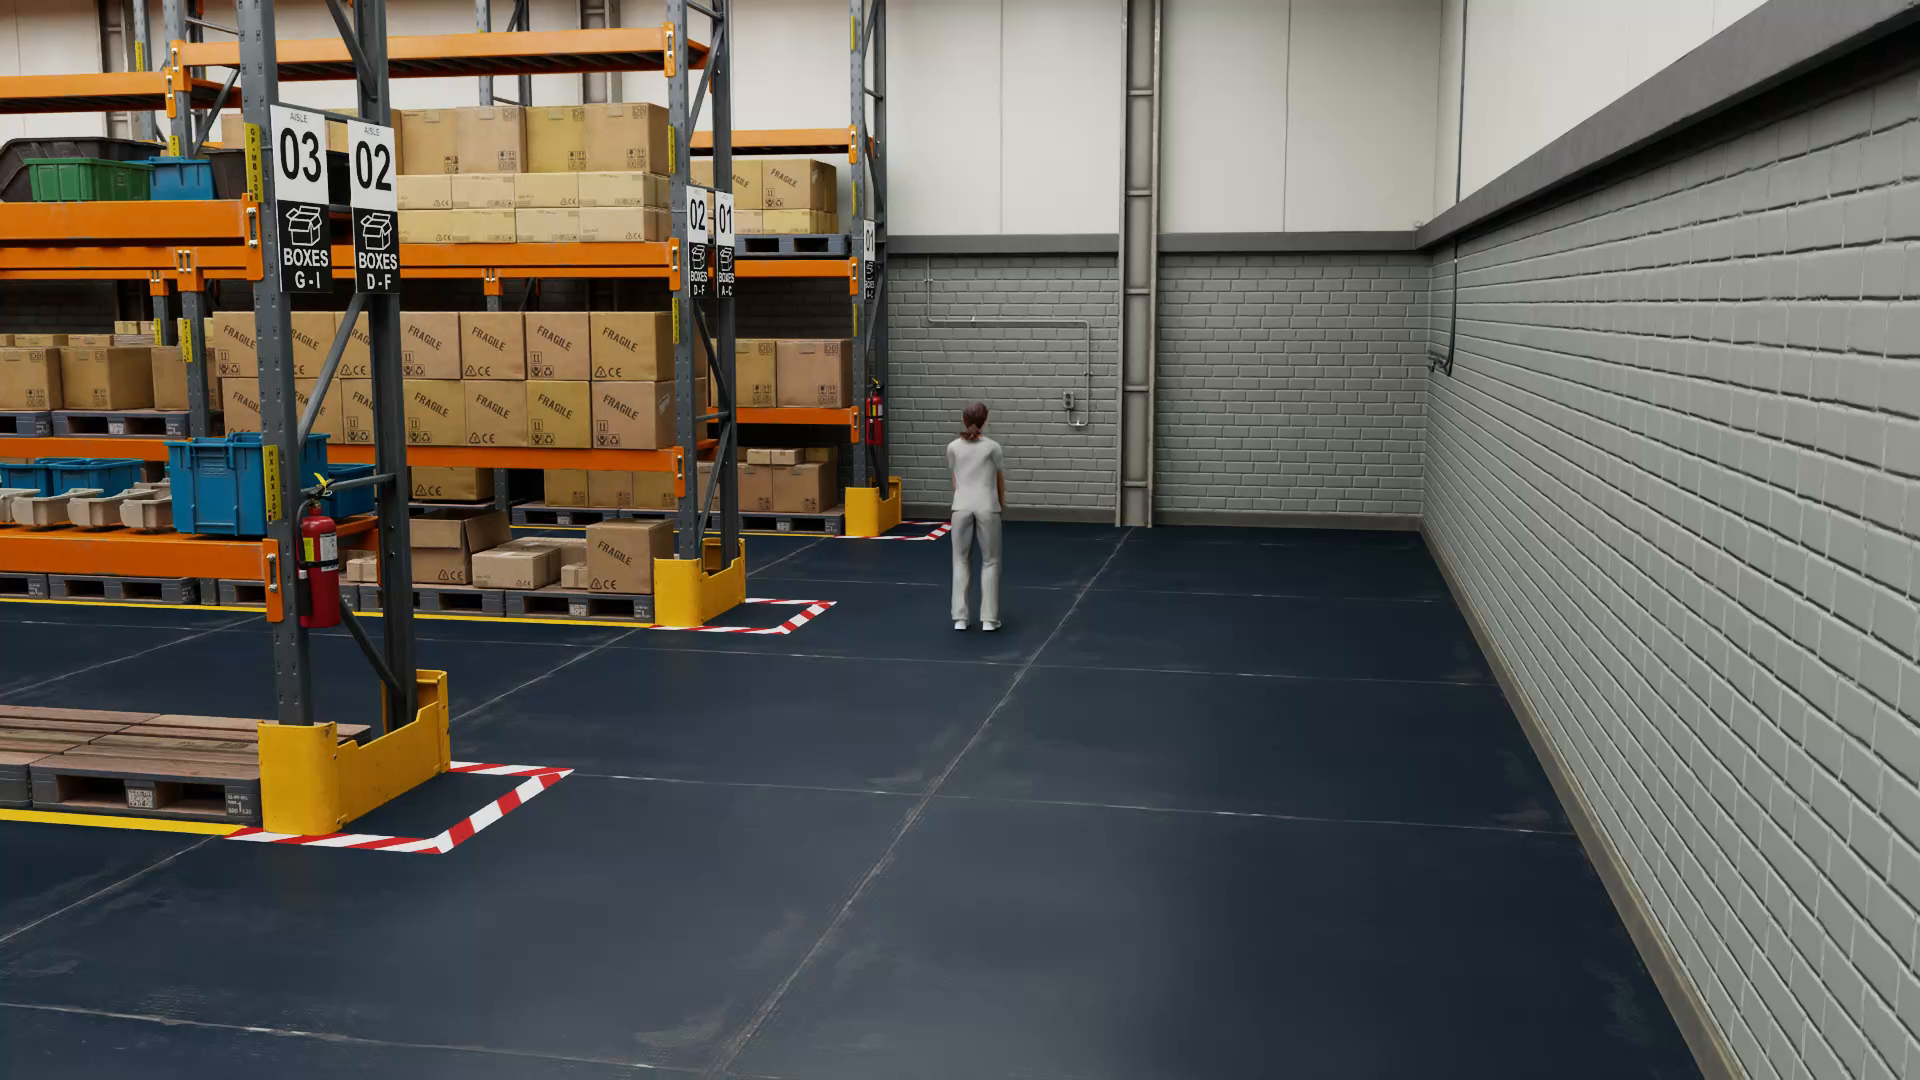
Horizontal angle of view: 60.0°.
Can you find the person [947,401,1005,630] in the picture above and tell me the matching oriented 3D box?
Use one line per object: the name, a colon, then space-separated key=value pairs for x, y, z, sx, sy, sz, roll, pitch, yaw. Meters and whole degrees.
person: x=0.127 y=-0.176 z=12.179 sx=0.409 sy=1.650 sz=0.524 roll=1 pitch=8 yaw=10
